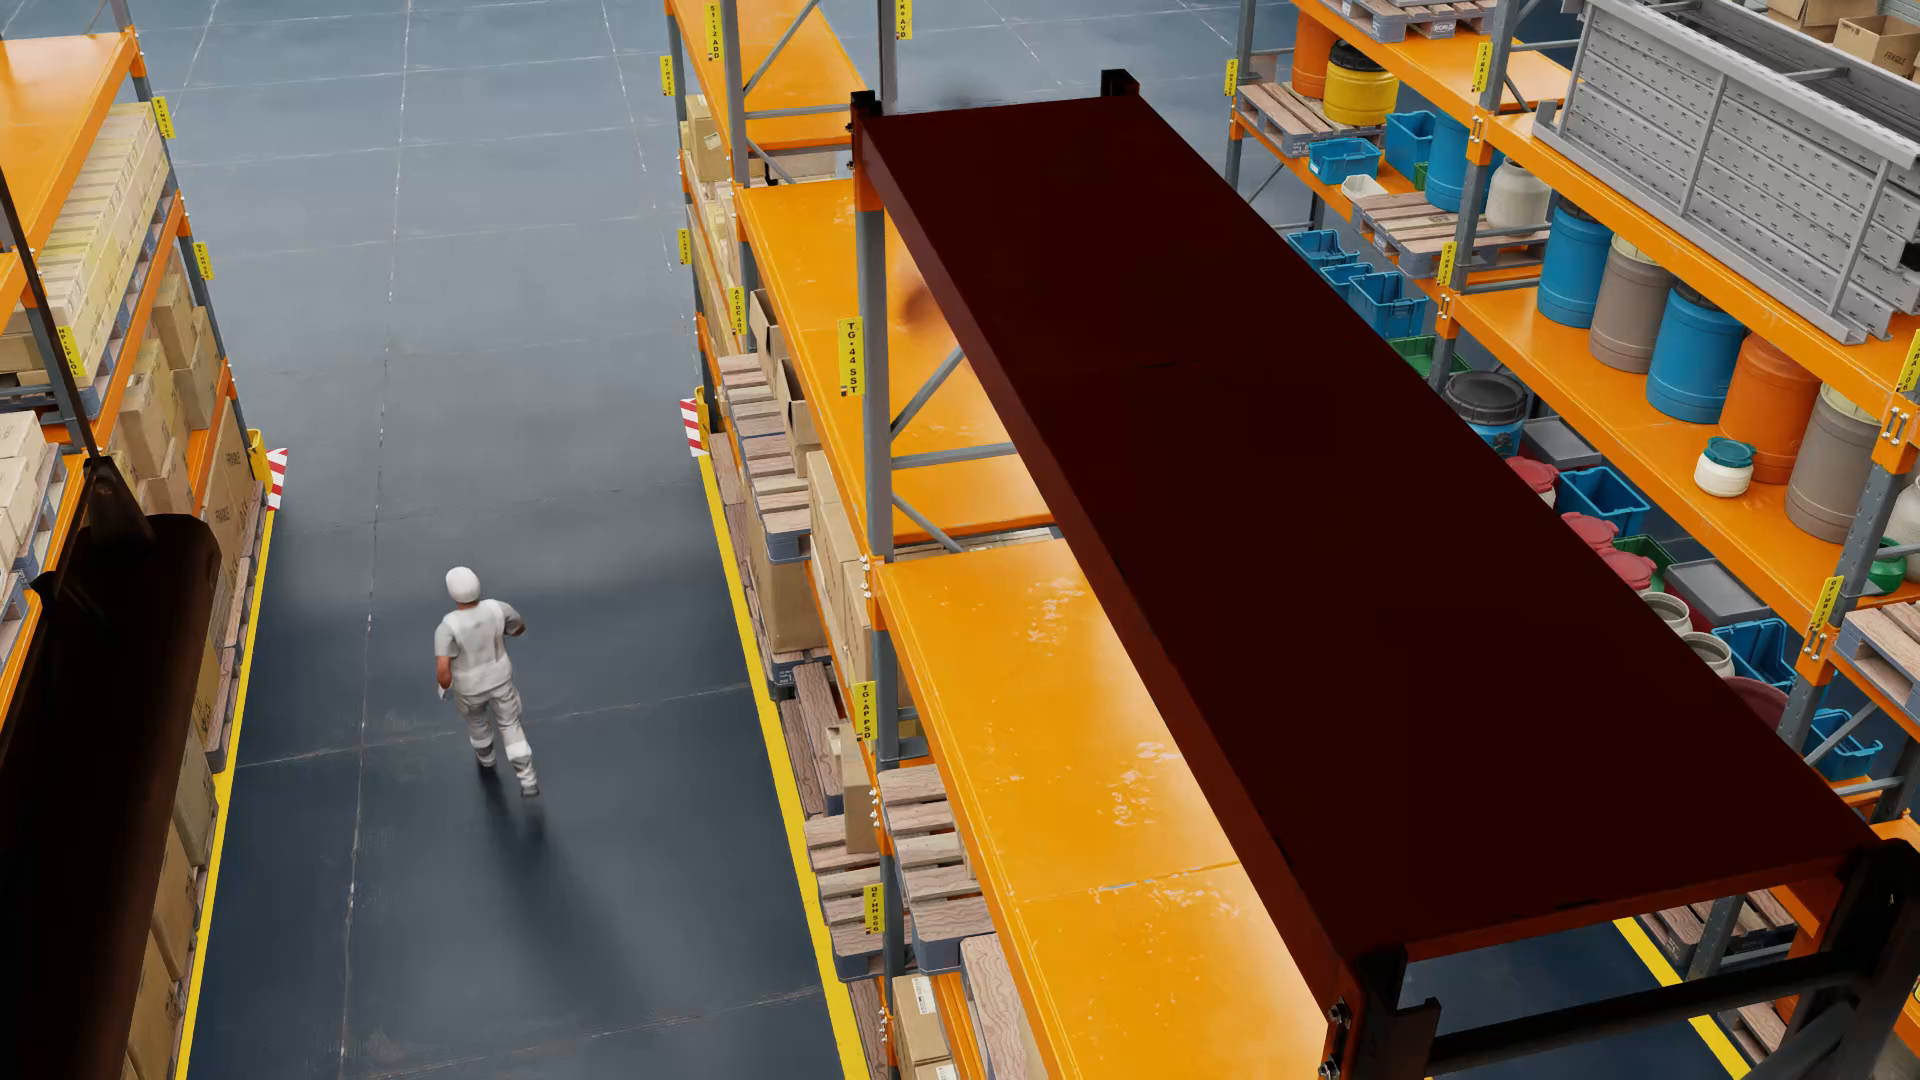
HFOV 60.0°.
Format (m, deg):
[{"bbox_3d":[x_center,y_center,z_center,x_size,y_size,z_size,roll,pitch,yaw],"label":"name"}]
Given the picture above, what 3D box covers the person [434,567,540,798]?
[{"bbox_3d":[-3.154,0.948,11.074,0.672,1.782,0.961,-20,39,-26],"label":"person"}]
